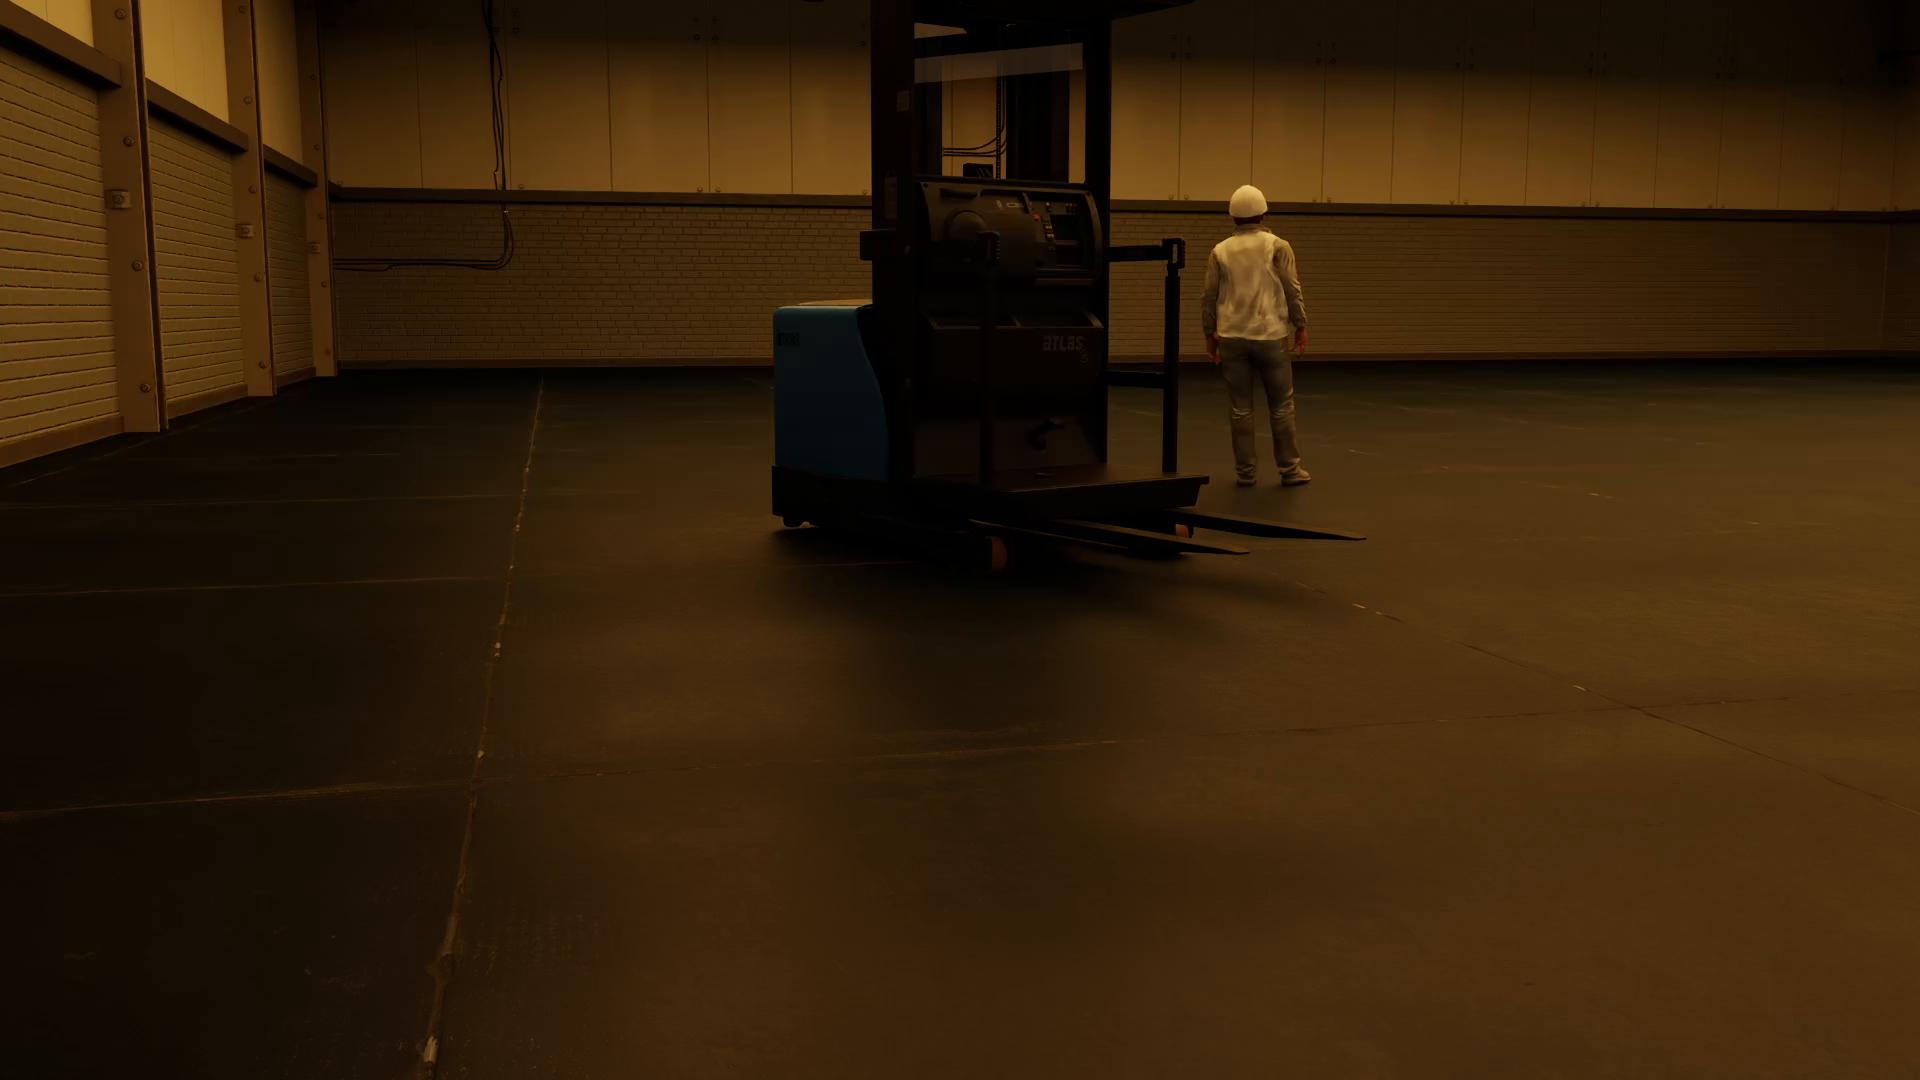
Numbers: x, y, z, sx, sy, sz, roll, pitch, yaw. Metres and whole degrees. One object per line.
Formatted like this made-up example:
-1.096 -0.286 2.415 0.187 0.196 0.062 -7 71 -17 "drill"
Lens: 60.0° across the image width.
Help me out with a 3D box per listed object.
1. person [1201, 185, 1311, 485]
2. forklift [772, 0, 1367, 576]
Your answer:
1.785 -1.225 10.007 0.632 1.773 0.569 3 9 21 "person"
0.355 -1.383 7.015 1.130 2.935 3.031 -6 10 -35 "forklift"
